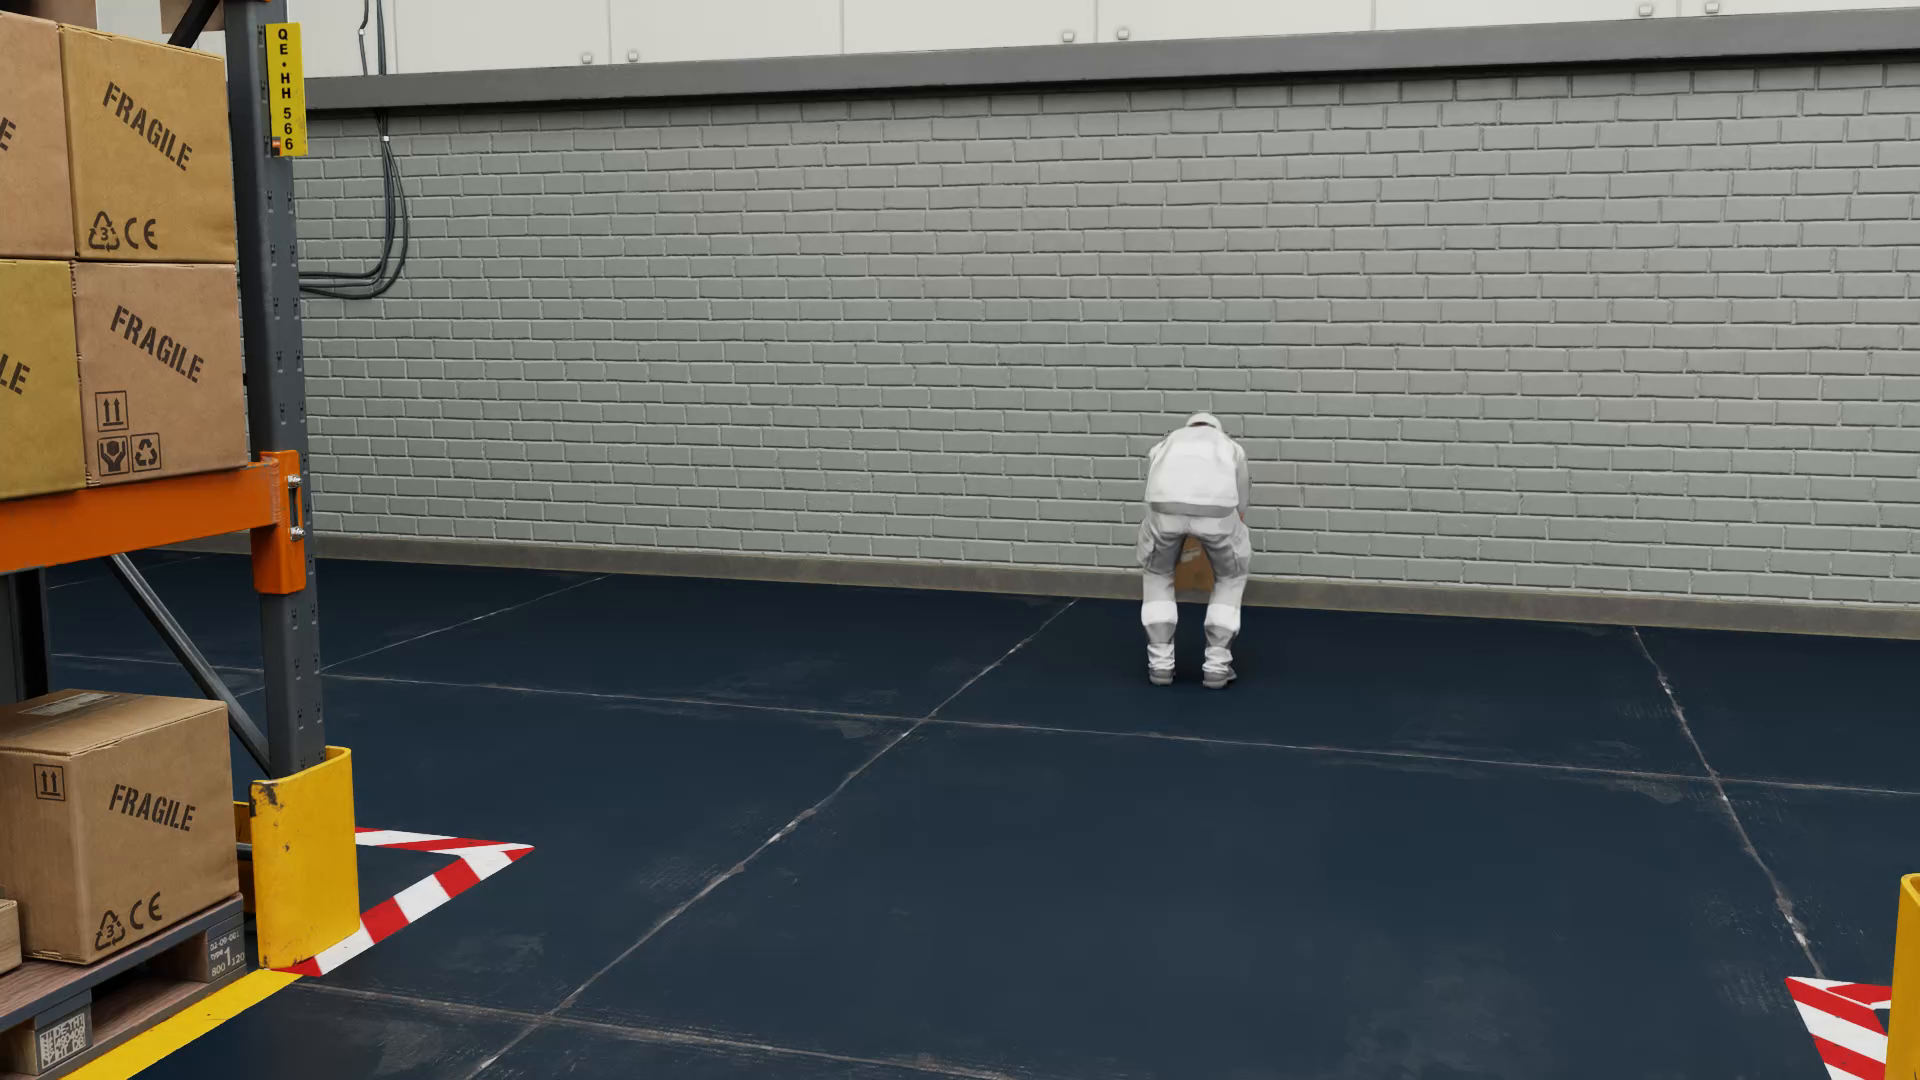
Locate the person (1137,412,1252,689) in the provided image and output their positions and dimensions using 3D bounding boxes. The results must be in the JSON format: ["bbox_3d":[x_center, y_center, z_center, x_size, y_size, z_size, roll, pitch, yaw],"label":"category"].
[{"bbox_3d":[1.090,0.029,7.654,0.517,1.182,0.943,2,8,14],"label":"person"}]
